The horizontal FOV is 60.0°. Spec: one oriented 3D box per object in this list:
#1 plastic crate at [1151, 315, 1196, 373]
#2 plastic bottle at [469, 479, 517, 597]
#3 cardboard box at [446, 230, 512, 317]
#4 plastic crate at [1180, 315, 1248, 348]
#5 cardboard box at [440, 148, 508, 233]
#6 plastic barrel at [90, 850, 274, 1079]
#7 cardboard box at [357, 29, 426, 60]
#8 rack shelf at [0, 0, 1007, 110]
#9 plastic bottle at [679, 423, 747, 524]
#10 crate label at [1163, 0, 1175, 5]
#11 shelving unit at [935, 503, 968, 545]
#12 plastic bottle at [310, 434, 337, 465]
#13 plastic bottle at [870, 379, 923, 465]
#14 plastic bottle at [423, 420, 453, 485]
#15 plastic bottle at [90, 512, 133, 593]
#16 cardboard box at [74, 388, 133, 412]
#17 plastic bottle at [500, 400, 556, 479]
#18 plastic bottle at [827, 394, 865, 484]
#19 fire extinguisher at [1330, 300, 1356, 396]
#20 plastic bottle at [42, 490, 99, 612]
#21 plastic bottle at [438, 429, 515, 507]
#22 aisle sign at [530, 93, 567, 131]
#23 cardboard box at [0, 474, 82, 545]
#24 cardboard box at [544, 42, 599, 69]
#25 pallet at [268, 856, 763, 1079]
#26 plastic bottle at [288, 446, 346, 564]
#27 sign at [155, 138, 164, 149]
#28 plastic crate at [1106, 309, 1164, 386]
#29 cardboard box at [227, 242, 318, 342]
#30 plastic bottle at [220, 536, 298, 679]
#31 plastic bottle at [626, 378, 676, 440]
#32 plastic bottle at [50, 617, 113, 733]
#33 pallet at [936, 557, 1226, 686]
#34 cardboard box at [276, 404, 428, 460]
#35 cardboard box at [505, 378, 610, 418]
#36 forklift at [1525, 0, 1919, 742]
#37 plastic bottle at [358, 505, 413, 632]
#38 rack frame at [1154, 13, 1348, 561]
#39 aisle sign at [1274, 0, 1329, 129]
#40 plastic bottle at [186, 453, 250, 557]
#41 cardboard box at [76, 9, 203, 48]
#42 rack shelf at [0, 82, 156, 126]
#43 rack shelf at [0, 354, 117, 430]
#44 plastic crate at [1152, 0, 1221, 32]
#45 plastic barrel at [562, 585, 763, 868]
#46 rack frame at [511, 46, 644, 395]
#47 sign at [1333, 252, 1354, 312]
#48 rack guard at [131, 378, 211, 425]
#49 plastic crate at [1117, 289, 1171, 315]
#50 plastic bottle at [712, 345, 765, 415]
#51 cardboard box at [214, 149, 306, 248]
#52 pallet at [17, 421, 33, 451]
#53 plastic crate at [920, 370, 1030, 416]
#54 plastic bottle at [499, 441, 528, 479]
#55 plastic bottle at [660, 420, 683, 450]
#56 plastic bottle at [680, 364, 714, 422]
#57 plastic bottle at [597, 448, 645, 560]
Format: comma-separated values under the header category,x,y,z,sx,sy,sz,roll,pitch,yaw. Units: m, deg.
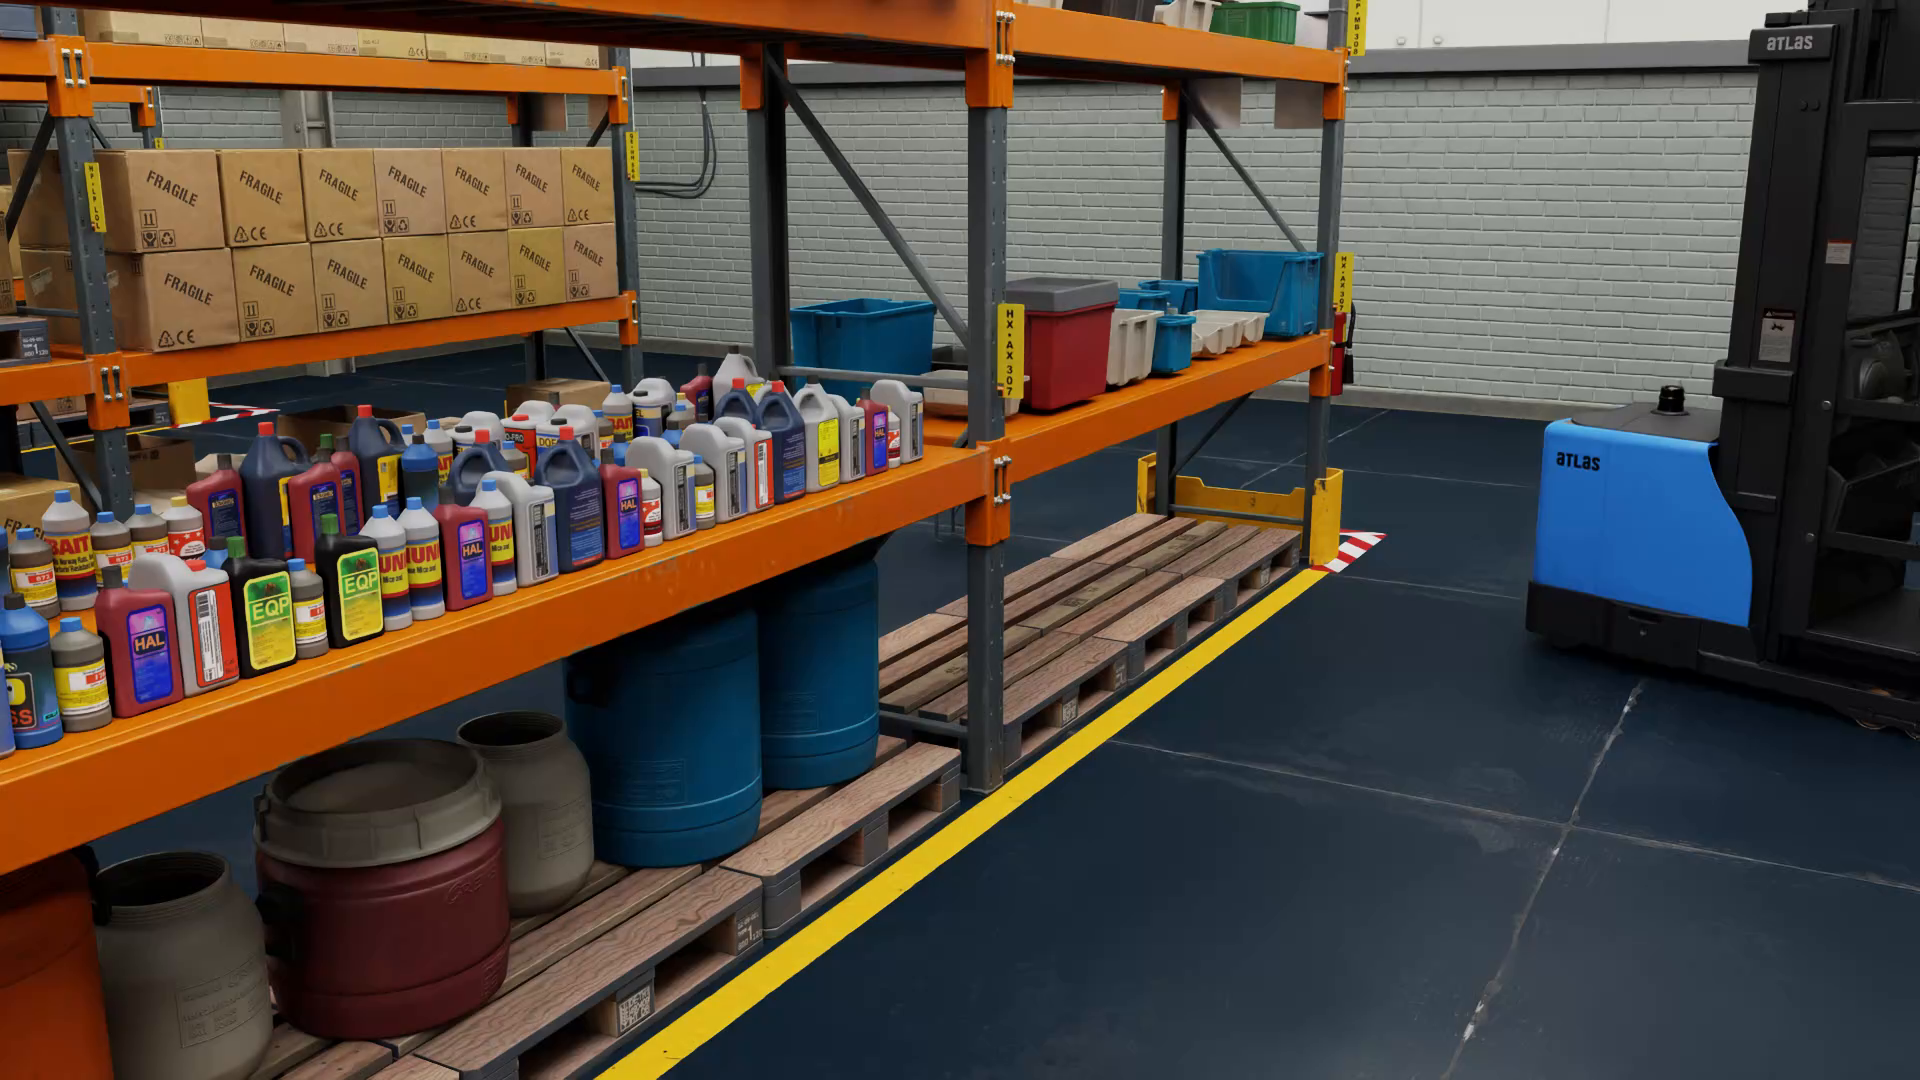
category,x,y,z,sx,sy,sz,roll,pitch,yaw
plastic crate,0.860,-0.900,7.595,0.416,0.233,0.300,7,15,28
plastic bottle,-1.109,-0.008,3.943,0.097,0.271,0.097,0,14,0
cardboard box,-3.178,-1.682,10.396,0.500,0.500,0.500,8,15,28
plastic crate,1.240,-1.058,8.456,0.396,0.136,0.243,7,15,28
cardboard box,-3.171,-2.166,10.271,0.500,0.500,0.500,8,16,30
plastic barrel,-1.823,1.016,3.832,0.421,0.512,0.421,0,14,0
cardboard box,-3.461,-2.908,9.617,0.500,0.250,0.500,7,15,28
rack shelf,-1.272,-1.280,4.078,1.077,0.370,4.000,7,15,28
plastic bottle,-0.699,-0.198,4.719,0.152,0.276,0.135,7,15,28
crate label,0.899,-2.636,8.483,0.408,0.251,0.502,7,15,28
shelving unit,0.004,-0.439,9.935,0.258,0.900,0.210,7,15,28
plastic bottle,-1.711,-0.136,4.445,0.061,0.283,0.133,7,15,28
plastic bottle,-0.213,-0.404,5.574,0.152,0.276,0.135,7,15,28
plastic bottle,-1.503,-0.209,4.776,0.097,0.271,0.097,0,14,0
plastic bottle,-1.999,0.035,3.911,0.097,0.201,0.097,0,14,0
cardboard box,-7.295,-1.359,13.708,0.700,0.500,0.500,7,15,28
plastic bottle,-1.310,-0.280,5.058,0.152,0.276,0.135,7,15,28
plastic bottle,-0.390,-0.329,5.263,0.152,0.276,0.135,7,15,28
fire extinguisher,2.099,-1.163,9.418,0.296,0.674,0.183,7,15,28
plastic bottle,-2.046,0.021,3.820,0.097,0.271,0.097,0,14,0
plastic bottle,-1.194,-0.096,4.136,0.144,0.351,0.185,7,15,28
aisle sign,-2.930,-3.276,11.673,0.394,0.787,0.004,7,15,28
cardboard box,-4.628,-0.009,8.065,0.500,0.500,0.500,7,15,28
cardboard box,-2.724,-3.214,10.887,0.500,0.250,0.500,7,15,28
pallet,-1.304,1.179,4.694,1.003,0.211,1.213,7,15,28
plastic bottle,-1.649,-0.092,4.263,0.061,0.283,0.133,7,15,28
sign,-6.576,-3.139,13.676,0.100,0.325,0.005,7,15,28
plastic crate,0.594,-0.846,7.267,0.437,0.282,0.530,7,15,28
cardboard box,-3.910,-1.372,9.109,0.500,0.500,0.500,8,16,29
plastic bottle,-1.419,0.126,3.359,0.061,0.283,0.133,7,15,28
plastic bottle,-1.040,-0.395,5.535,0.152,0.276,0.135,7,15,28
plastic bottle,-1.620,0.243,3.051,0.097,0.201,0.097,0,14,0
pallet,0.605,0.367,8.060,1.003,0.211,1.213,7,15,28
cardboard box,-3.736,-0.530,10.220,0.797,0.503,0.637,7,15,28
cardboard box,-2.753,-0.824,11.445,0.500,0.500,0.500,7,15,28
forklift,4.066,-0.748,6.881,1.130,2.935,3.031,-12,18,-40
plastic bottle,-1.267,0.059,3.664,0.097,0.271,0.097,0,14,0
rack frame,1.628,-1.402,9.451,1.000,3.000,0.127,7,15,28
aisle sign,1.919,-2.648,9.070,0.394,0.787,0.004,7,15,28
plastic bottle,-1.865,-0.070,4.174,0.061,0.283,0.133,7,15,28
cardboard box,-4.188,-2.601,8.341,0.500,0.250,0.500,7,15,28
rack shelf,-8.011,-3.223,12.137,1.077,0.370,4.000,7,15,28
rack shelf,-5.607,-0.384,6.760,1.077,0.370,4.000,7,15,28
plastic crate,0.846,-2.280,7.255,0.437,0.136,0.530,7,15,28
plastic barrel,-0.926,0.489,5.186,0.600,0.901,0.708,7,15,28
rack frame,-2.706,-1.964,11.782,1.000,3.000,0.127,7,15,28
sign,2.118,-1.423,9.187,0.100,0.325,0.005,7,15,28
rack guard,-7.033,-1.315,14.420,1.175,0.500,0.348,7,15,28
plastic crate,0.902,-1.202,8.848,0.416,0.233,0.300,7,15,28
plastic bottle,-0.779,-0.514,5.871,0.144,0.351,0.185,7,15,28
cardboard box,-3.917,-1.849,8.957,0.500,0.500,0.500,7,15,26
pallet,-7.953,-0.747,12.682,1.003,0.211,1.213,7,15,28
plastic crate,0.045,-0.562,6.400,0.396,0.136,0.243,7,15,28
plastic bottle,-1.304,-0.186,4.827,0.097,0.201,0.097,0,14,0
plastic bottle,-0.817,-0.206,4.763,0.097,0.271,0.097,0,14,0
plastic bottle,-0.921,-0.471,5.835,0.061,0.283,0.133,7,15,28
plastic bottle,-0.883,-0.101,4.303,0.061,0.283,0.133,7,15,28
